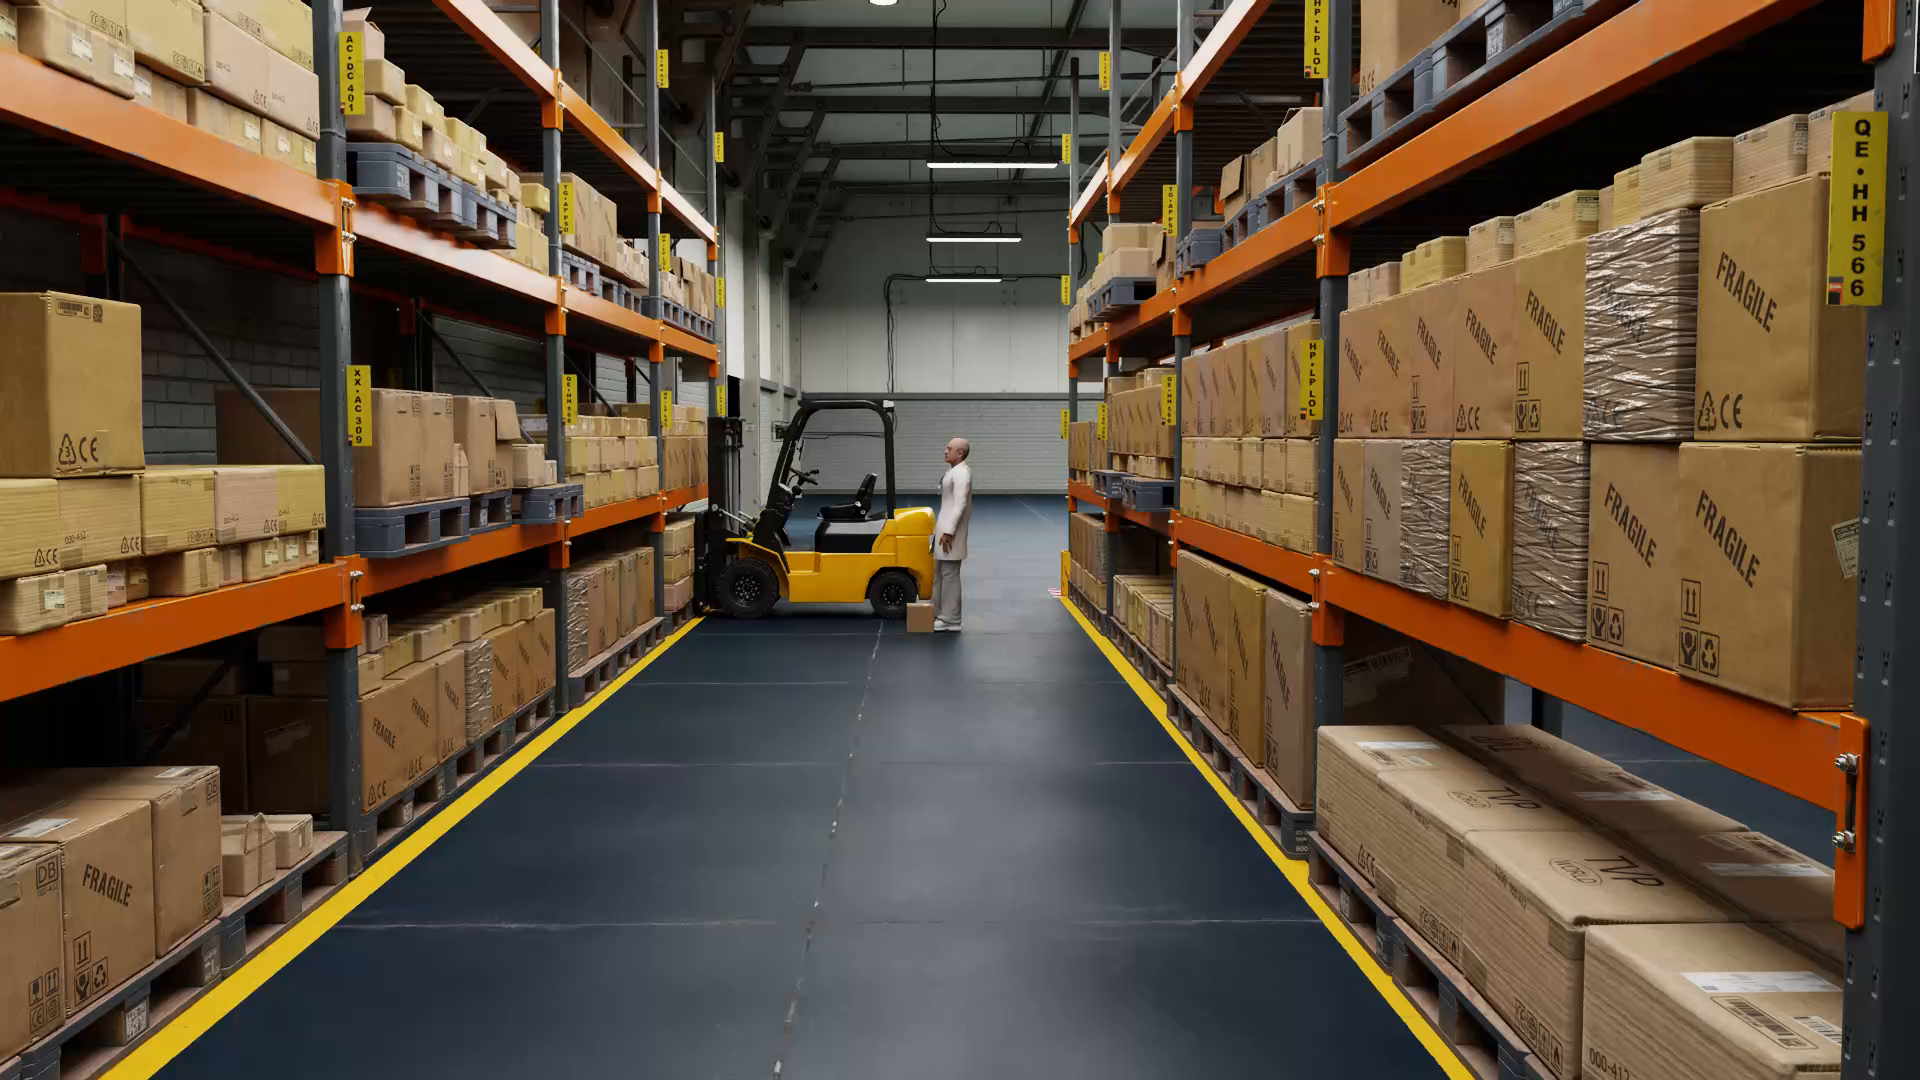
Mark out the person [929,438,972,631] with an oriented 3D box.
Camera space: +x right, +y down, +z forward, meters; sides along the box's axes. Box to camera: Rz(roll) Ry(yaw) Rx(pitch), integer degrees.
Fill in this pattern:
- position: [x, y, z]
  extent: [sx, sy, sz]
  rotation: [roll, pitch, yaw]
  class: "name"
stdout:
- position: [-0.176, -0.013, 15.366]
  extent: [0.578, 1.702, 0.698]
  rotation: [0, 4, -1]
  class: "person"
